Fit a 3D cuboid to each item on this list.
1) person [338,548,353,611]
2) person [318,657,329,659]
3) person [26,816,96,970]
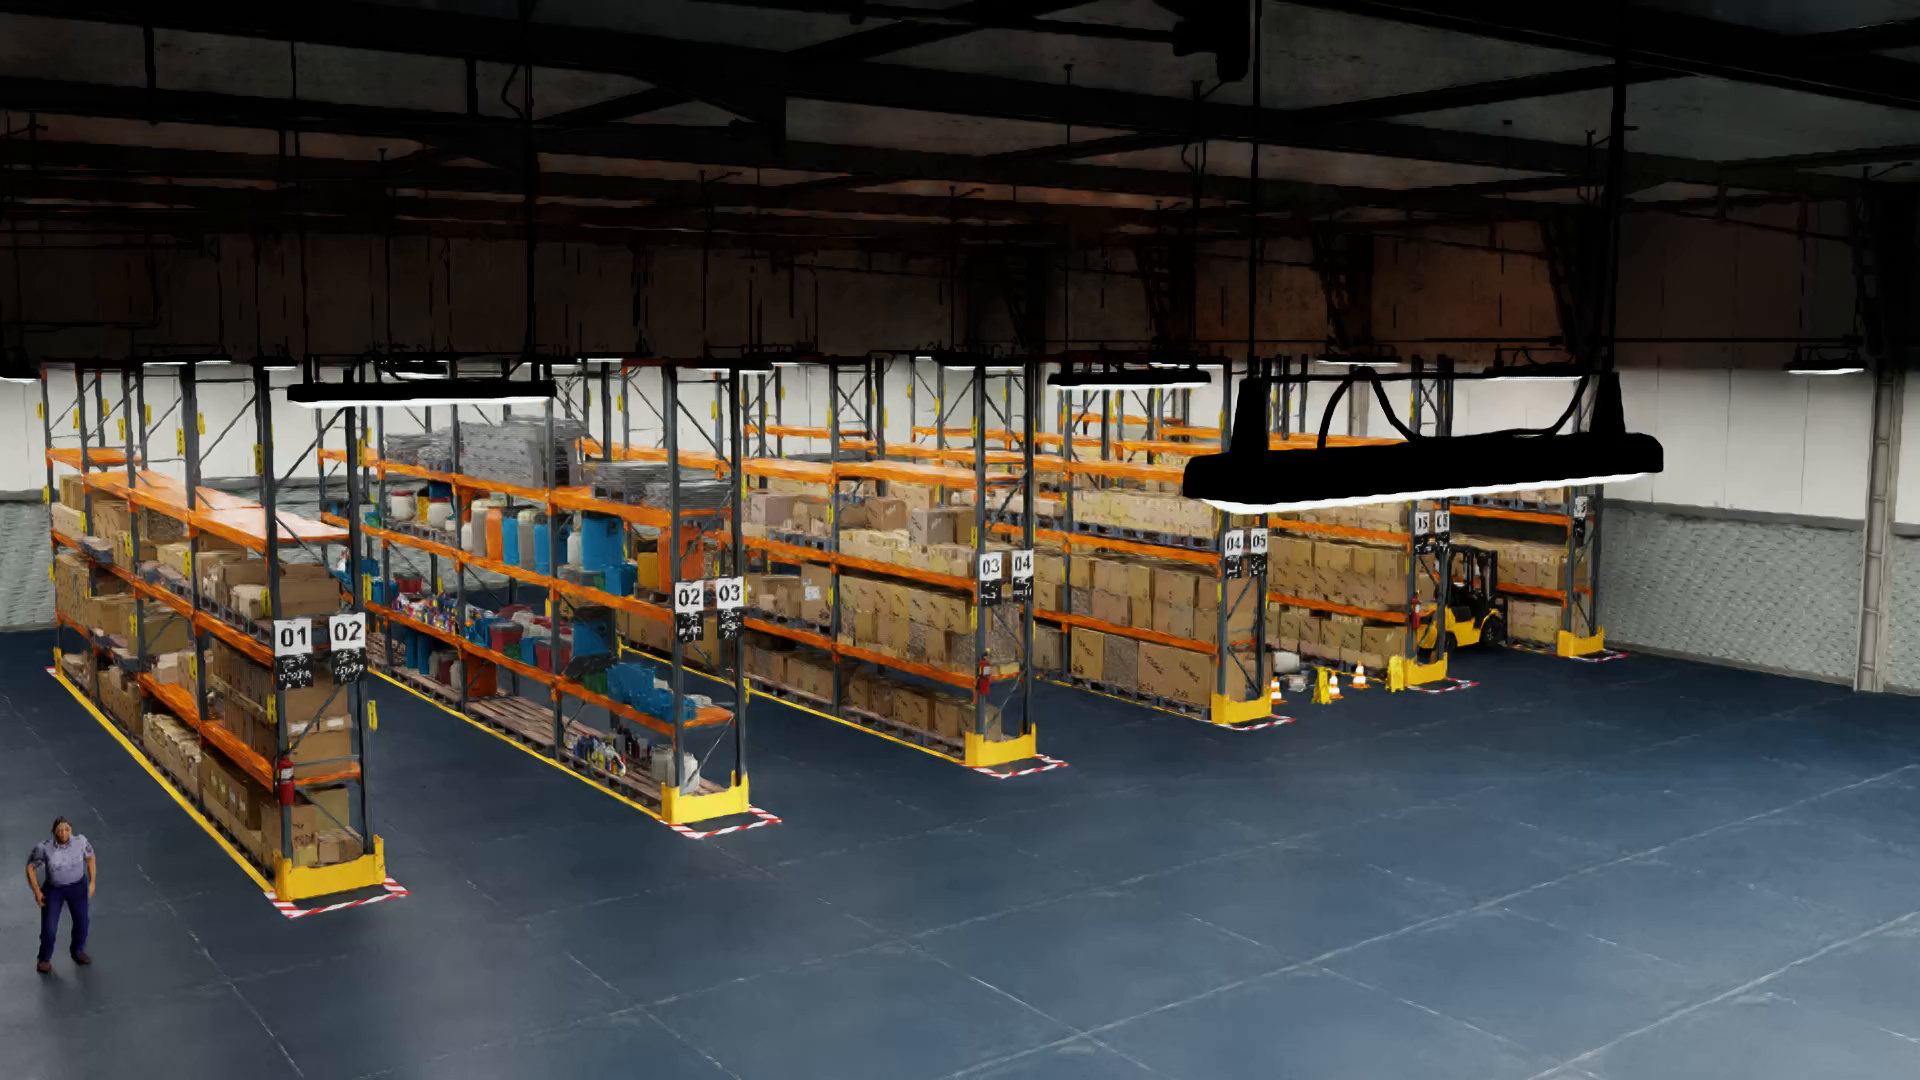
[{"bbox_3d":[-13.630,1.043,36.789,0.508,1.739,0.711,-1,7,-5],"label":"person"},{"bbox_3d":[-12.568,1.539,33.122,0.605,1.651,0.722,-6,9,-40],"label":"person"},{"bbox_3d":[-9.056,3.540,16.793,0.626,1.594,0.507,-5,9,-38],"label":"person"}]
